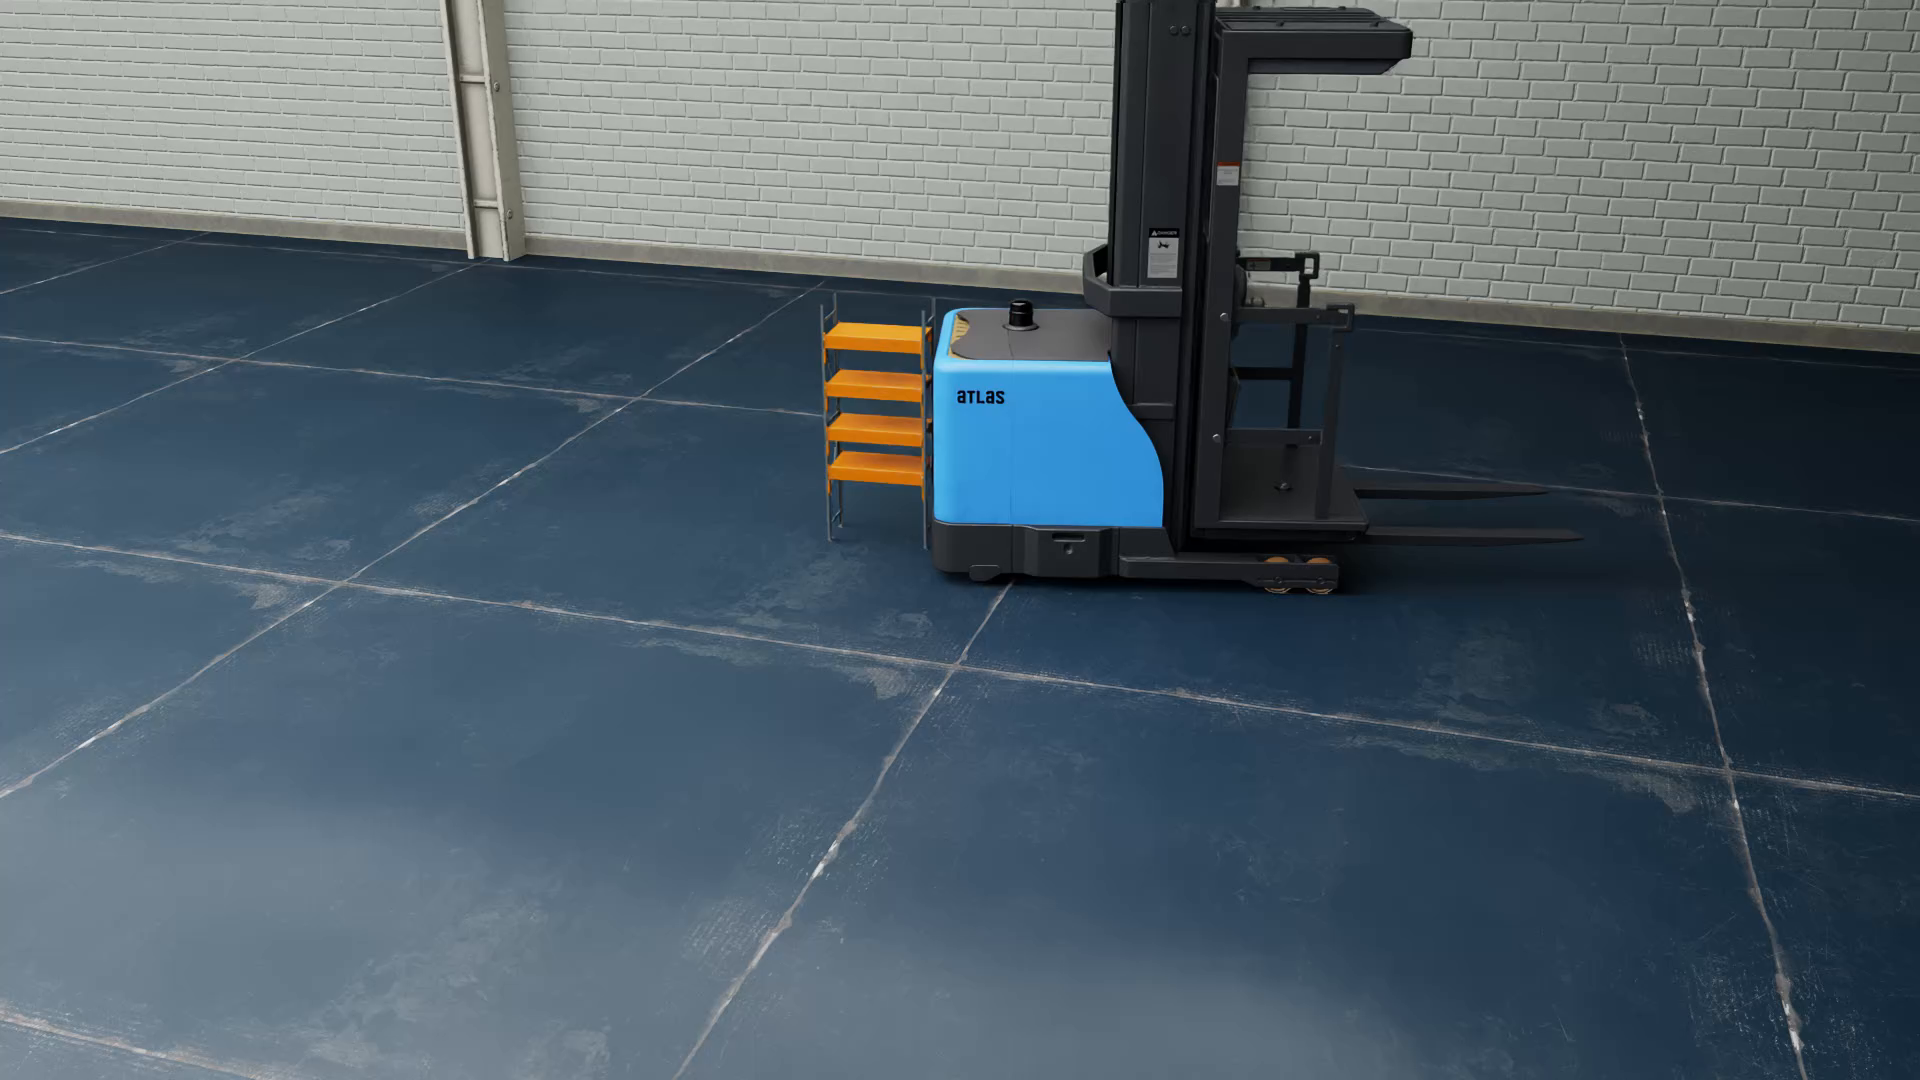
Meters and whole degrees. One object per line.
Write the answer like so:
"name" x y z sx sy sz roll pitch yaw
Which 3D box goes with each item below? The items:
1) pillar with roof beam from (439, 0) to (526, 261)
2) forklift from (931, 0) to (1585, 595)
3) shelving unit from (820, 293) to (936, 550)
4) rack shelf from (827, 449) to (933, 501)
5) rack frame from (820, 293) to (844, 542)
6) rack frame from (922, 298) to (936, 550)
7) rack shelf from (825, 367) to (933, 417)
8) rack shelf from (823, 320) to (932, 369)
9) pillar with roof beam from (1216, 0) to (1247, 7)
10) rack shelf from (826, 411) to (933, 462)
"pillar with roof beam" -5.182 -5.023 8.659 0.400 9.000 9.100 7 23 16
"forklift" 1.401 -1.312 7.608 3.031 2.935 1.130 1 22 3
"shelving unit" -0.385 -0.569 8.077 0.503 1.200 0.258 5 23 11
"rack shelf" -0.385 -0.323 8.178 0.480 0.148 0.258 5 23 11
"rack frame" -0.624 -0.588 8.123 0.015 1.200 0.240 5 23 11
"rack frame" -0.146 -0.550 8.031 0.015 1.200 0.240 5 23 11
"rack shelf" -0.385 -0.714 8.018 0.480 0.148 0.258 5 23 11
"rack shelf" -0.385 -0.933 7.928 0.480 0.148 0.258 5 23 11
"pillar with roof beam" 0.562 -4.366 7.055 0.400 9.000 9.100 7 23 16
"rack shelf" -0.385 -0.507 8.103 0.480 0.148 0.258 5 23 11
